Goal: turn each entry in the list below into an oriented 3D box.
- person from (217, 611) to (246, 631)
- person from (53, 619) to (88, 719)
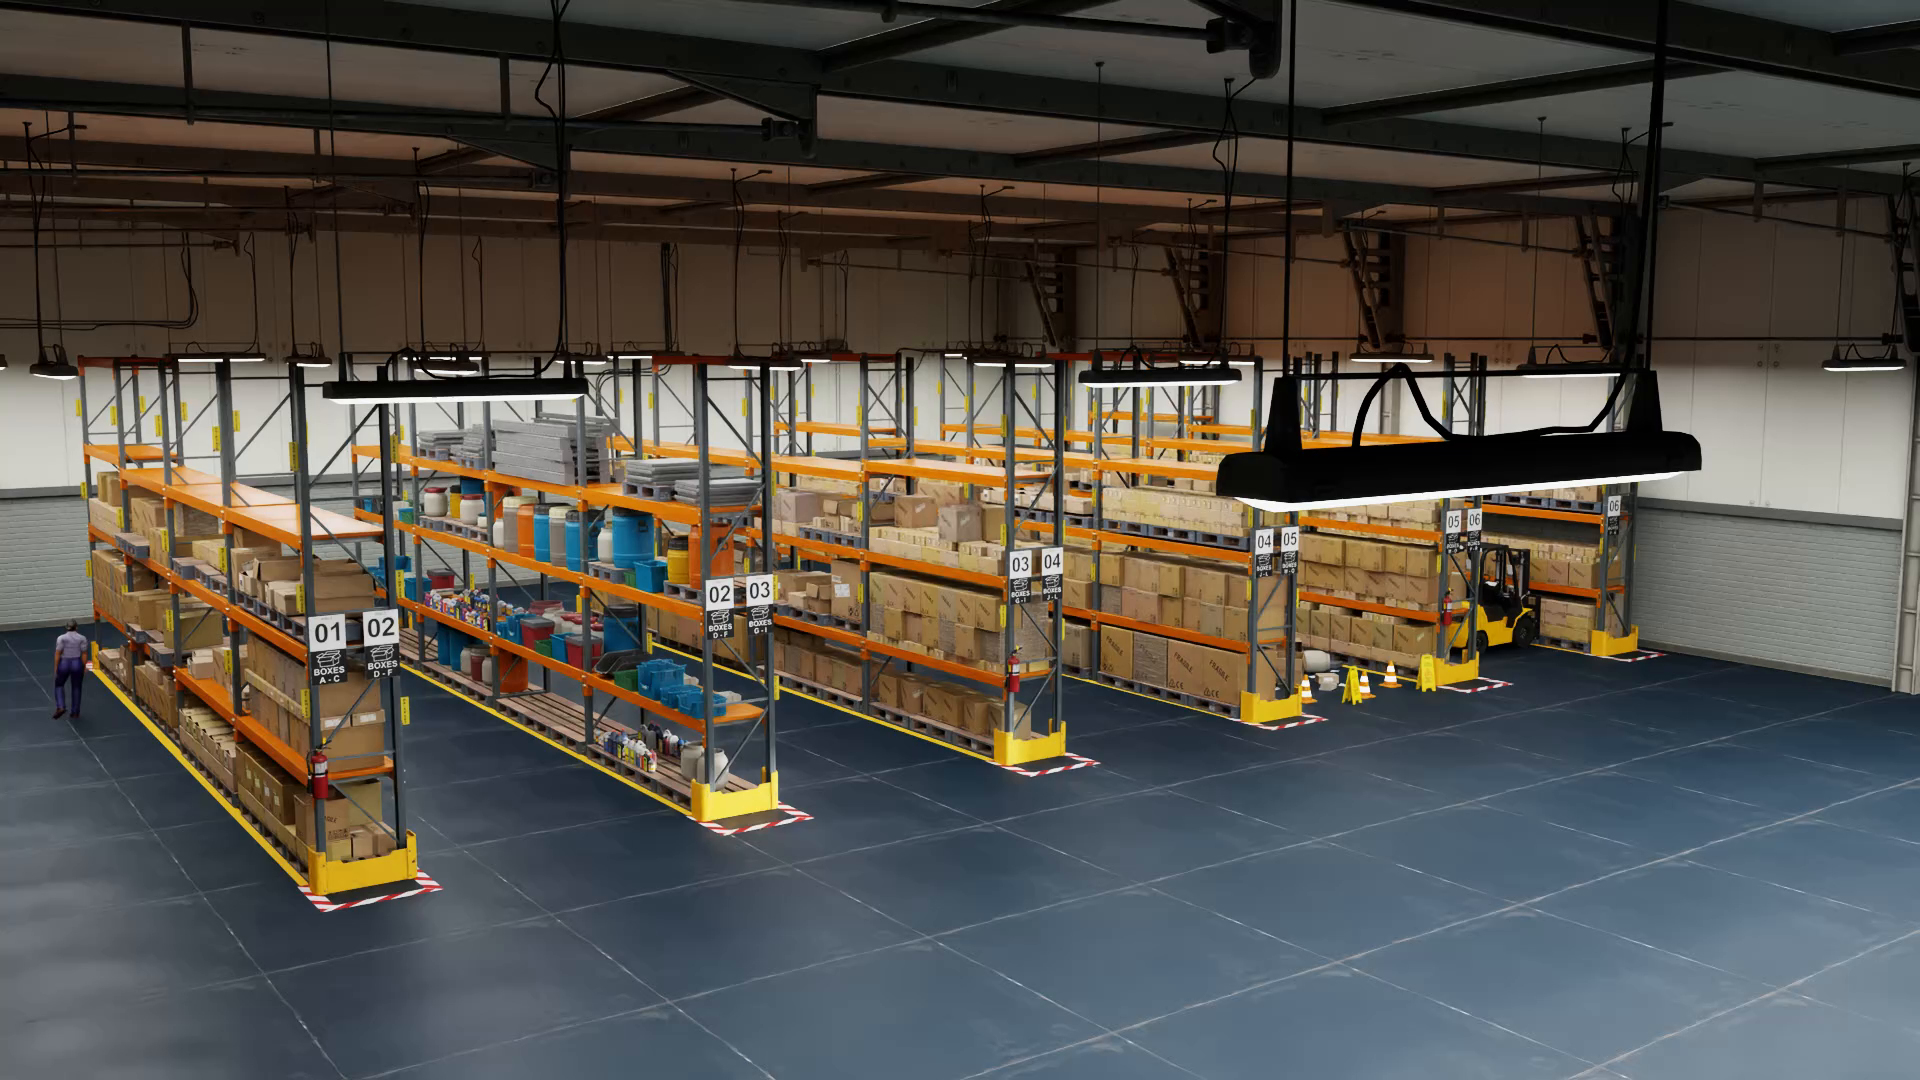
[{"bbox_3d":[-15.836,1.117,35.815,0.803,1.751,0.532,-2,7,-15],"label":"person"},{"bbox_3d":[-14.872,2.151,27.763,0.587,1.657,0.398,-4,8,-32],"label":"person"}]
